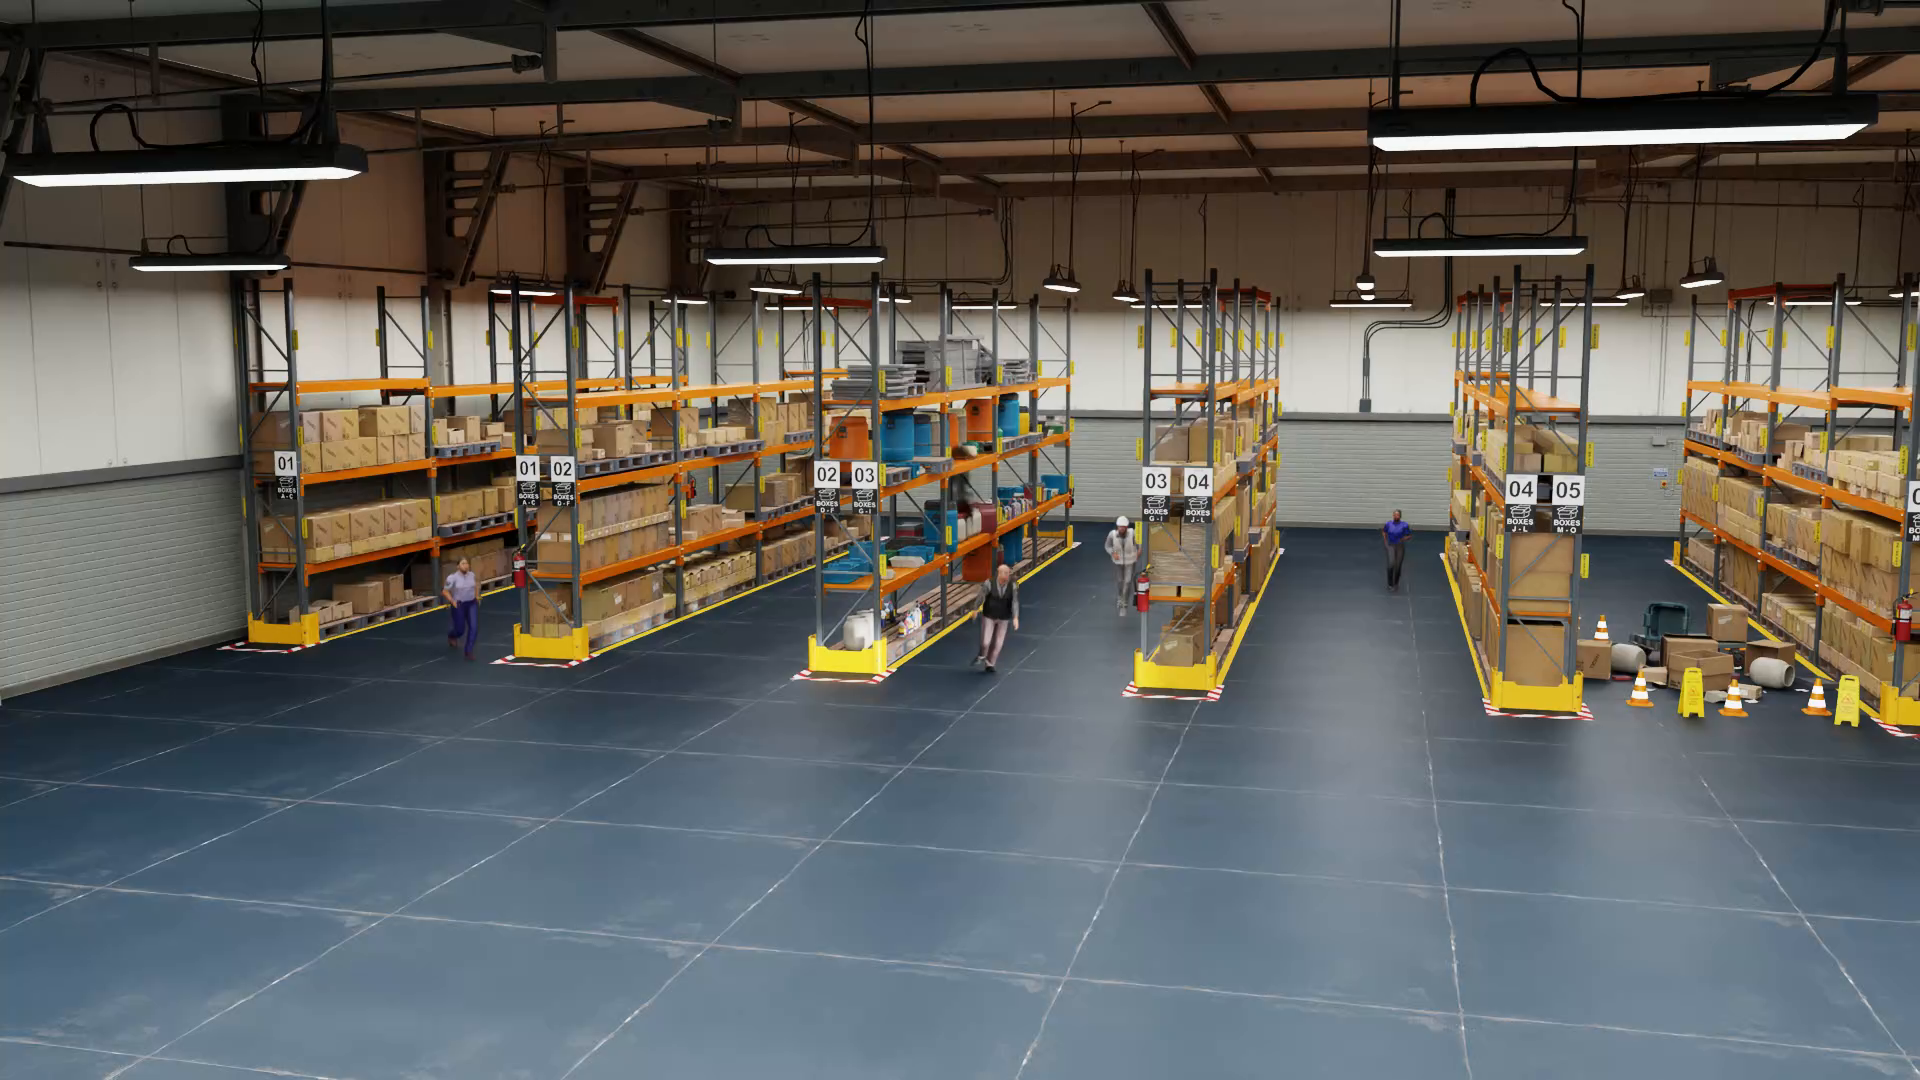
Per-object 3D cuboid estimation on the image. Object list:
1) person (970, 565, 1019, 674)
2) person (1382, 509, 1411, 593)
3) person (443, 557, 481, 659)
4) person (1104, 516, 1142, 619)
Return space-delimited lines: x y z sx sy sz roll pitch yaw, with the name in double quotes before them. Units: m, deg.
"person" 0.524 1.183 25.024 0.698 1.677 0.545 -2 7 -13
"person" 8.704 0.237 33.163 0.553 1.688 0.731 1 7 11
"person" -7.893 1.071 26.373 0.615 1.602 0.709 -5 9 -37
"person" 2.860 0.429 28.983 0.702 1.763 0.986 0 7 4
